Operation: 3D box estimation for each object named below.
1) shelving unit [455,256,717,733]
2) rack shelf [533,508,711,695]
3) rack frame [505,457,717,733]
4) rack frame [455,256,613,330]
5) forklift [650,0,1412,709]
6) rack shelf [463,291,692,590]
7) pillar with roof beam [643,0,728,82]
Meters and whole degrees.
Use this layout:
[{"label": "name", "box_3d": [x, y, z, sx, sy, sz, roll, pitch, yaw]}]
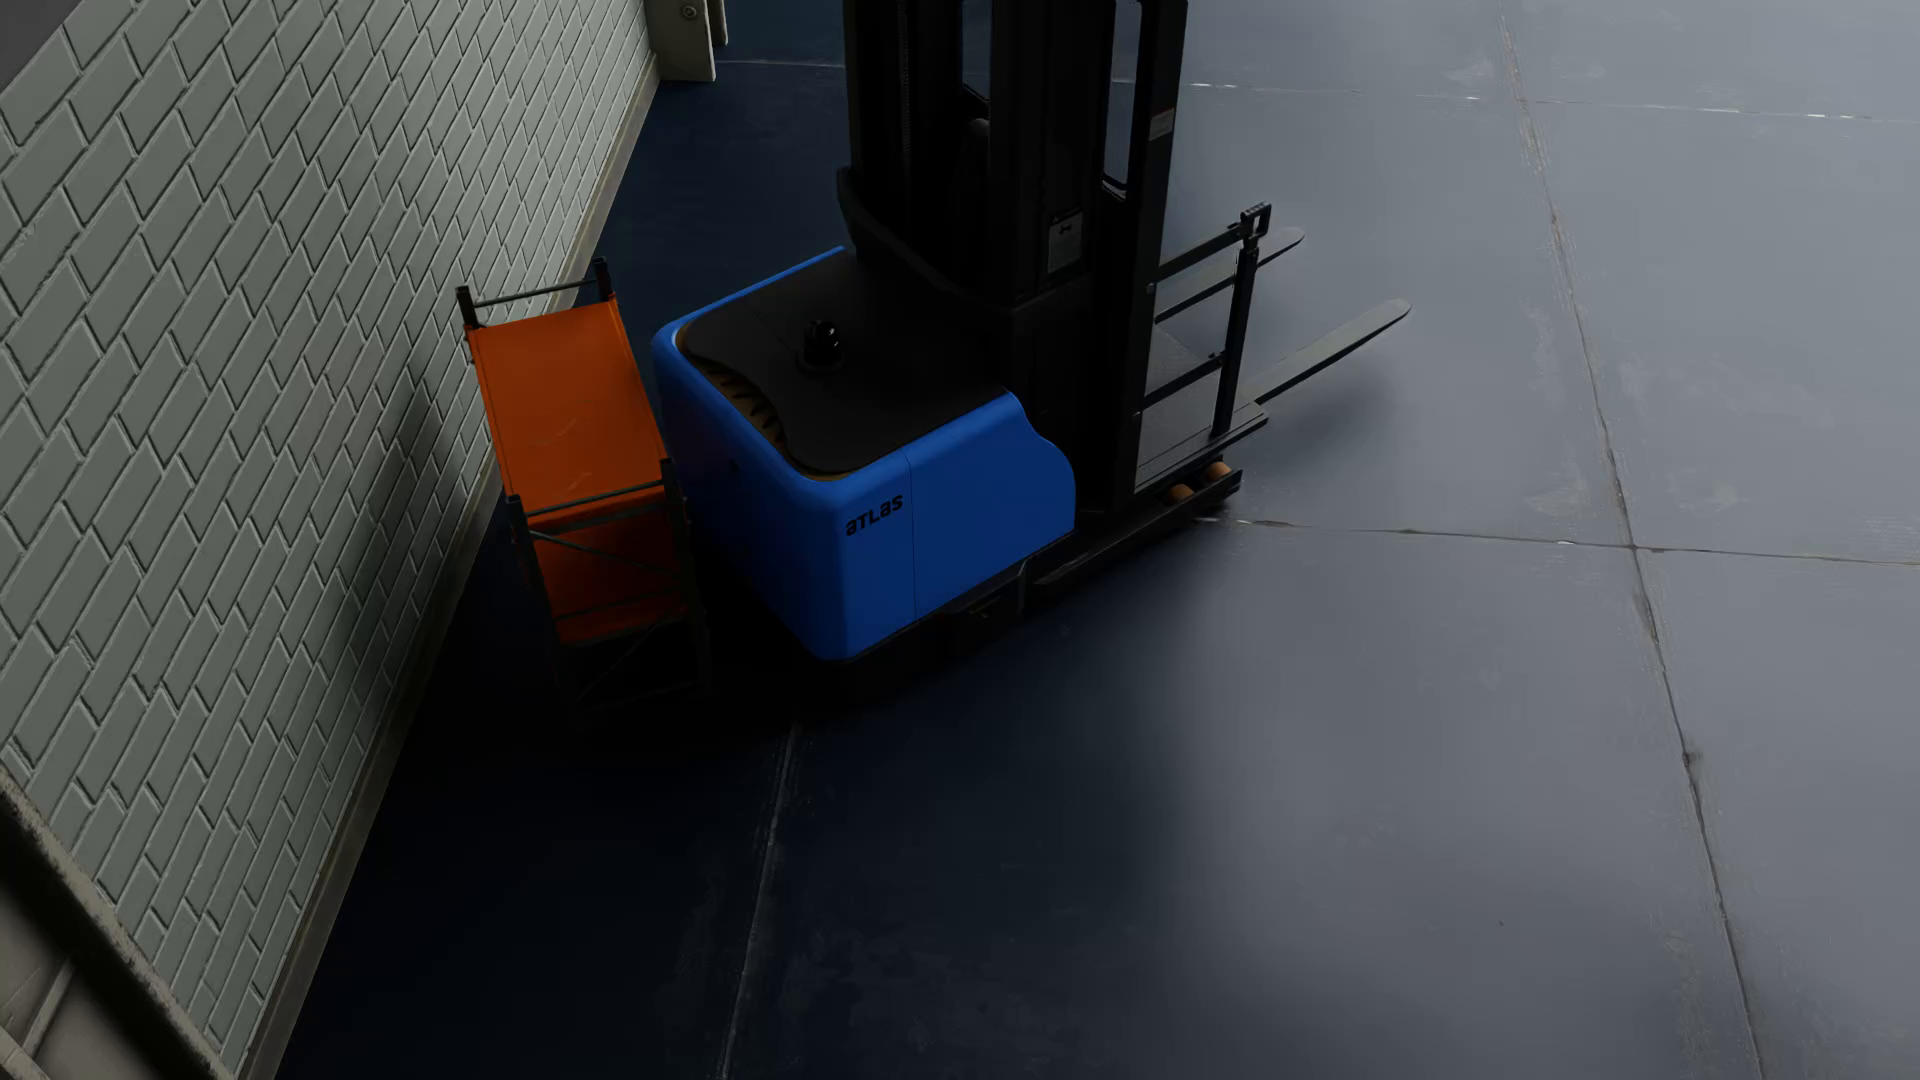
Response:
[{"label": "shelving unit", "box_3d": [-1.255, -0.151, 5.625, 0.538, 1.125, 1.048, -15, 49, -13]}, {"label": "rack shelf", "box_3d": [-1.255, 0.014, 5.806, 0.538, 0.278, 1.000, -15, 49, -13]}, {"label": "rack frame", "box_3d": [-1.085, 0.203, 5.302, 0.500, 1.125, 0.032, -15, 49, -13]}, {"label": "rack frame", "box_3d": [-1.426, -0.504, 5.948, 0.500, 1.125, 0.032, -15, 49, -13]}, {"label": "forklift", "box_3d": [0.452, -1.319, 5.470, 3.031, 2.935, 1.130, -29, 54, -24]}, {"label": "rack shelf", "box_3d": [-1.256, -0.348, 5.409, 0.538, 0.278, 1.000, -15, 49, -13]}, {"label": "pillar with roof beam", "box_3d": [2.914, -5.207, 4.914, 9.100, 9.000, 0.400, 4, 48, 4]}]
